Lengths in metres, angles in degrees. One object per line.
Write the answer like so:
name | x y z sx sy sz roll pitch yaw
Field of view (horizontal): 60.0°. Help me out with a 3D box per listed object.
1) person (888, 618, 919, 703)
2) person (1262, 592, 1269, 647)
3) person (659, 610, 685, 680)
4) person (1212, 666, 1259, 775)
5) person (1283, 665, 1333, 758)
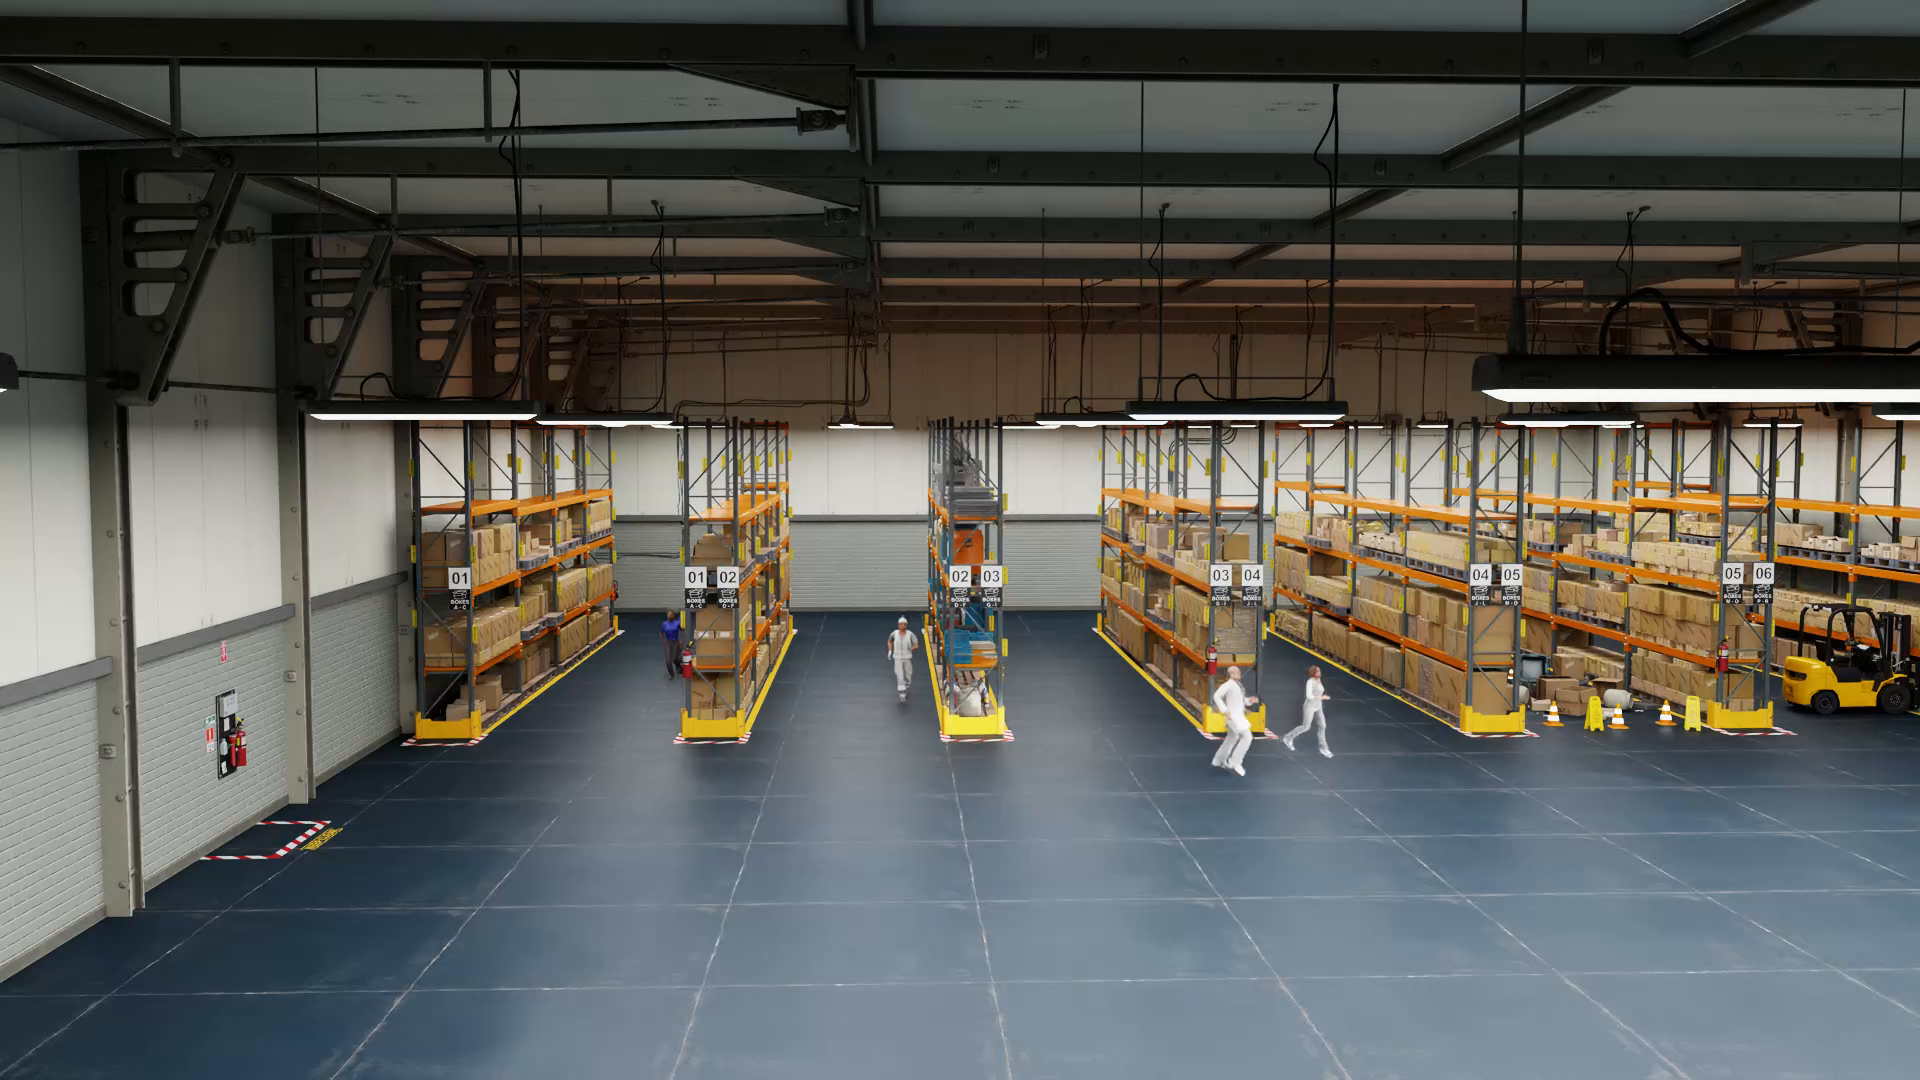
person | -1.206 2.527 35.222 0.660 1.769 0.862 0 4 -2
person | 8.015 1.988 44.624 0.587 1.661 0.956 0 4 -5
person | -6.621 2.422 38.261 0.608 1.615 0.540 0 4 0
person | 4.611 3.021 27.880 0.798 1.823 0.671 1 4 20
person | 6.179 3.007 29.381 0.887 1.609 0.550 3 5 38
